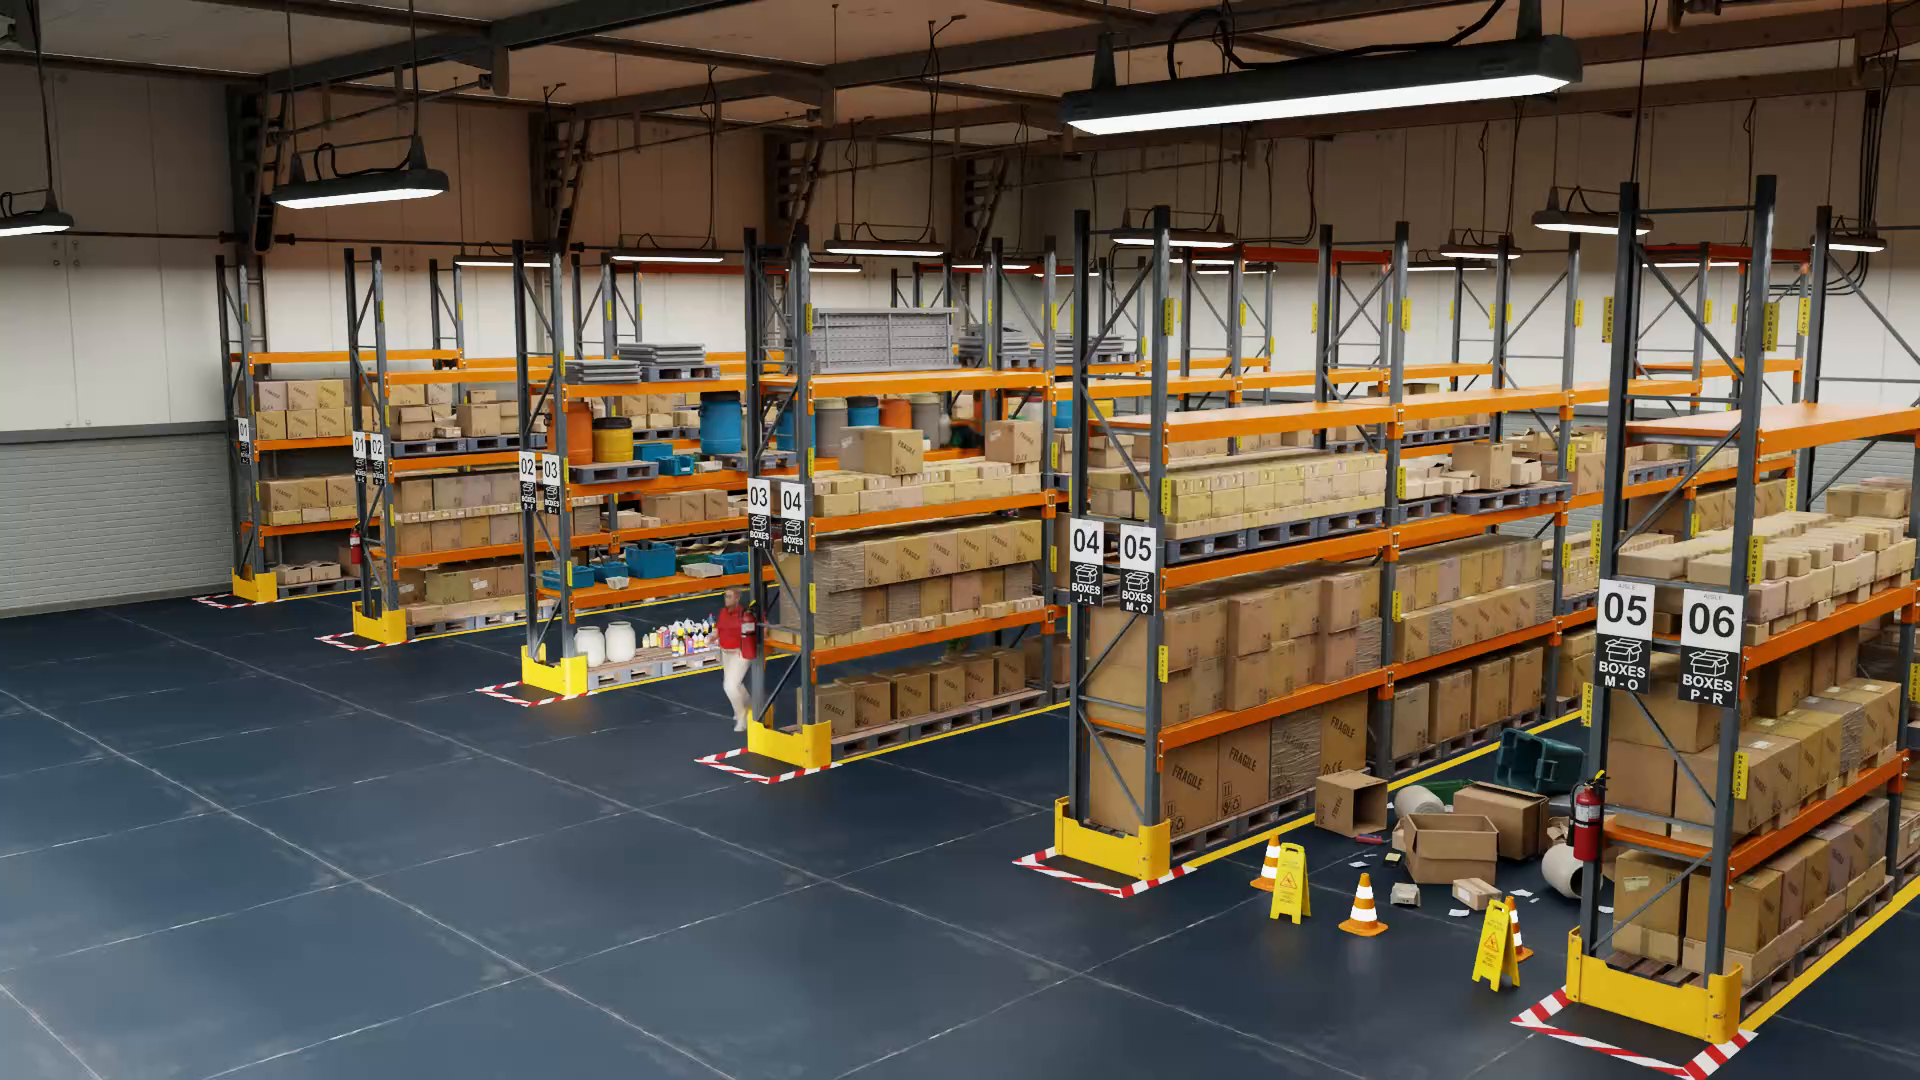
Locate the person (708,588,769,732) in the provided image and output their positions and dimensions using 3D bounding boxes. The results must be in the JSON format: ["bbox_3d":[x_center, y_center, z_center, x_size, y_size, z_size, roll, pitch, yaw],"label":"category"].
[{"bbox_3d":[-2.740,1.472,20.303,0.689,1.786,0.743,7,11,41],"label":"person"}]

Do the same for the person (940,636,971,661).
[{"bbox_3d":[-0.075,0.720,23.078,0.613,1.837,0.850,6,10,37],"label":"person"}]
